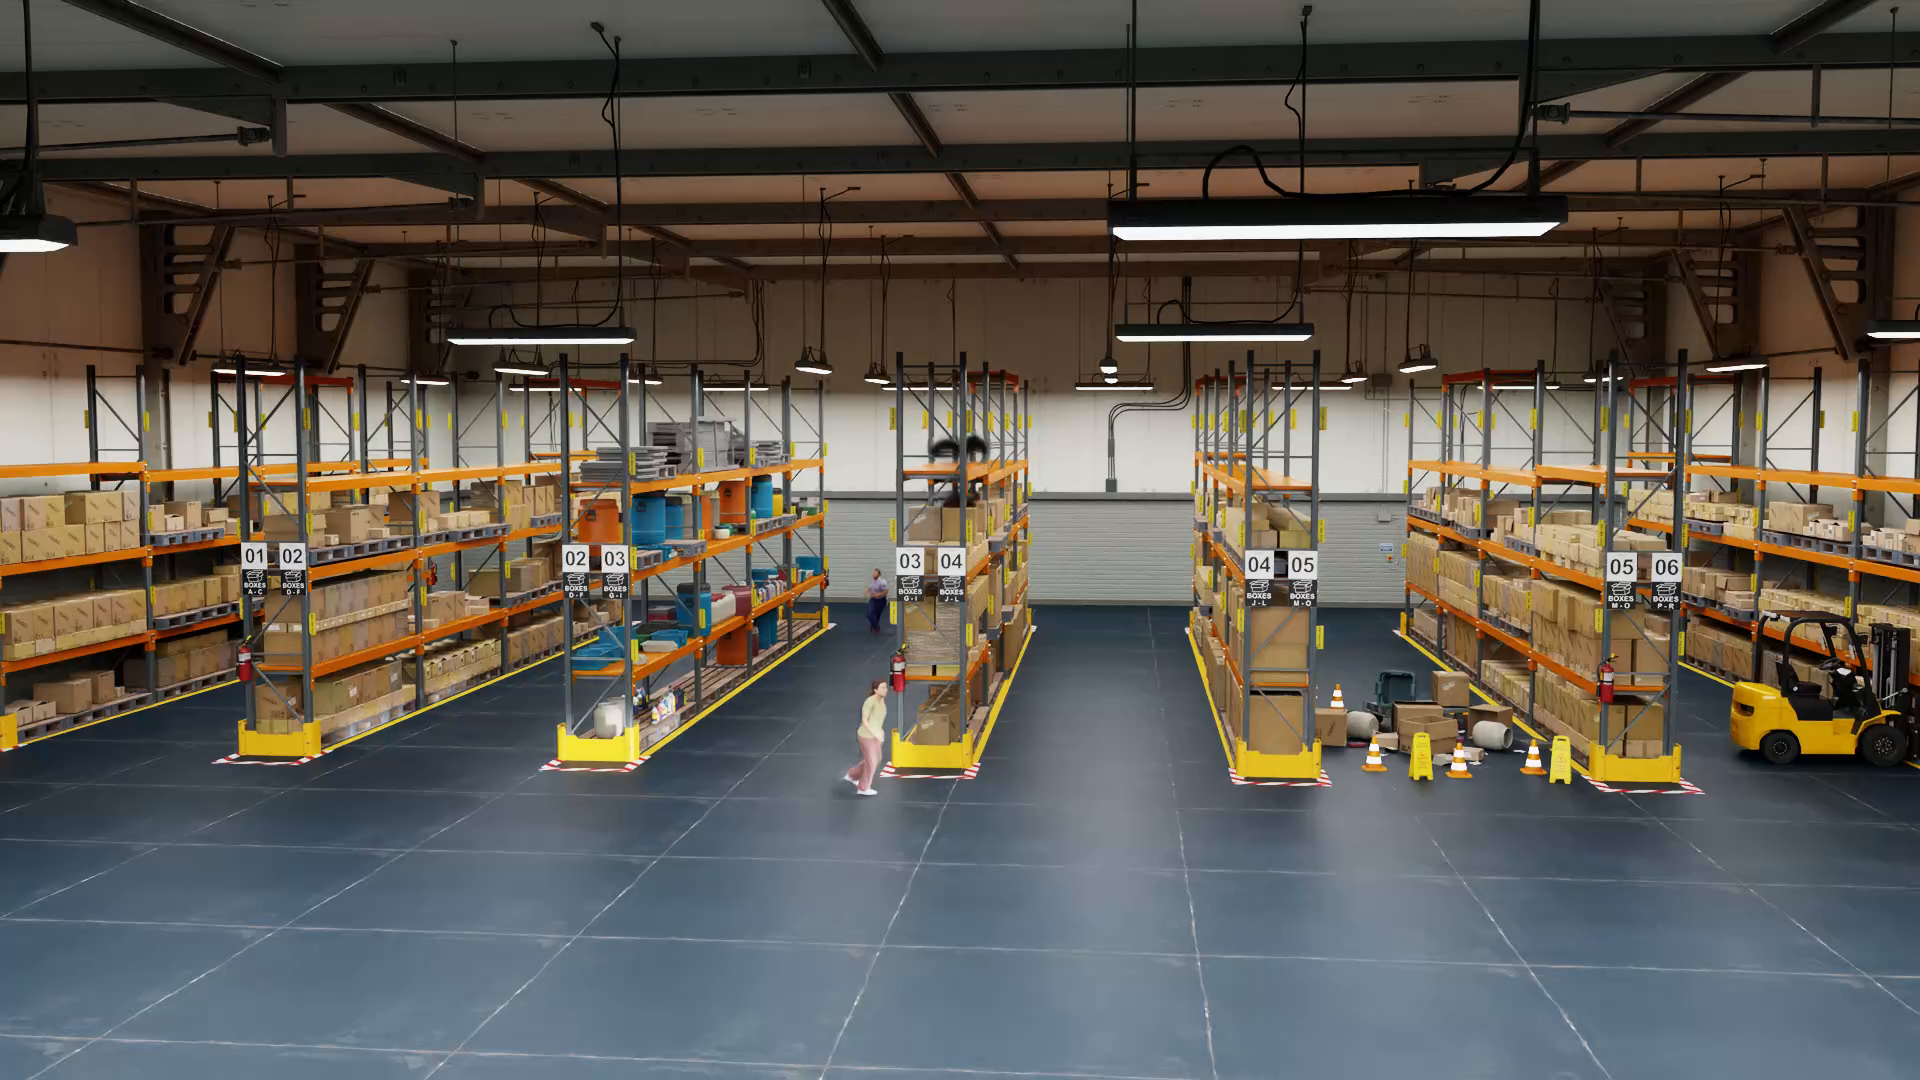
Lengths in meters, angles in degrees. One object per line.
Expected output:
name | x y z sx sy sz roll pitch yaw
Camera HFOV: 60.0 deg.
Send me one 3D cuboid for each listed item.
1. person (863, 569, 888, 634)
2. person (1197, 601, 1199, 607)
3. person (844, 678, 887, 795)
person | -1.962 1.452 39.384 0.716 1.580 0.608 2 4 25
person | 6.092 1.209 41.116 0.782 1.843 0.794 -4 5 -42
person | -1.267 2.622 22.269 0.694 1.592 0.562 2 4 22
